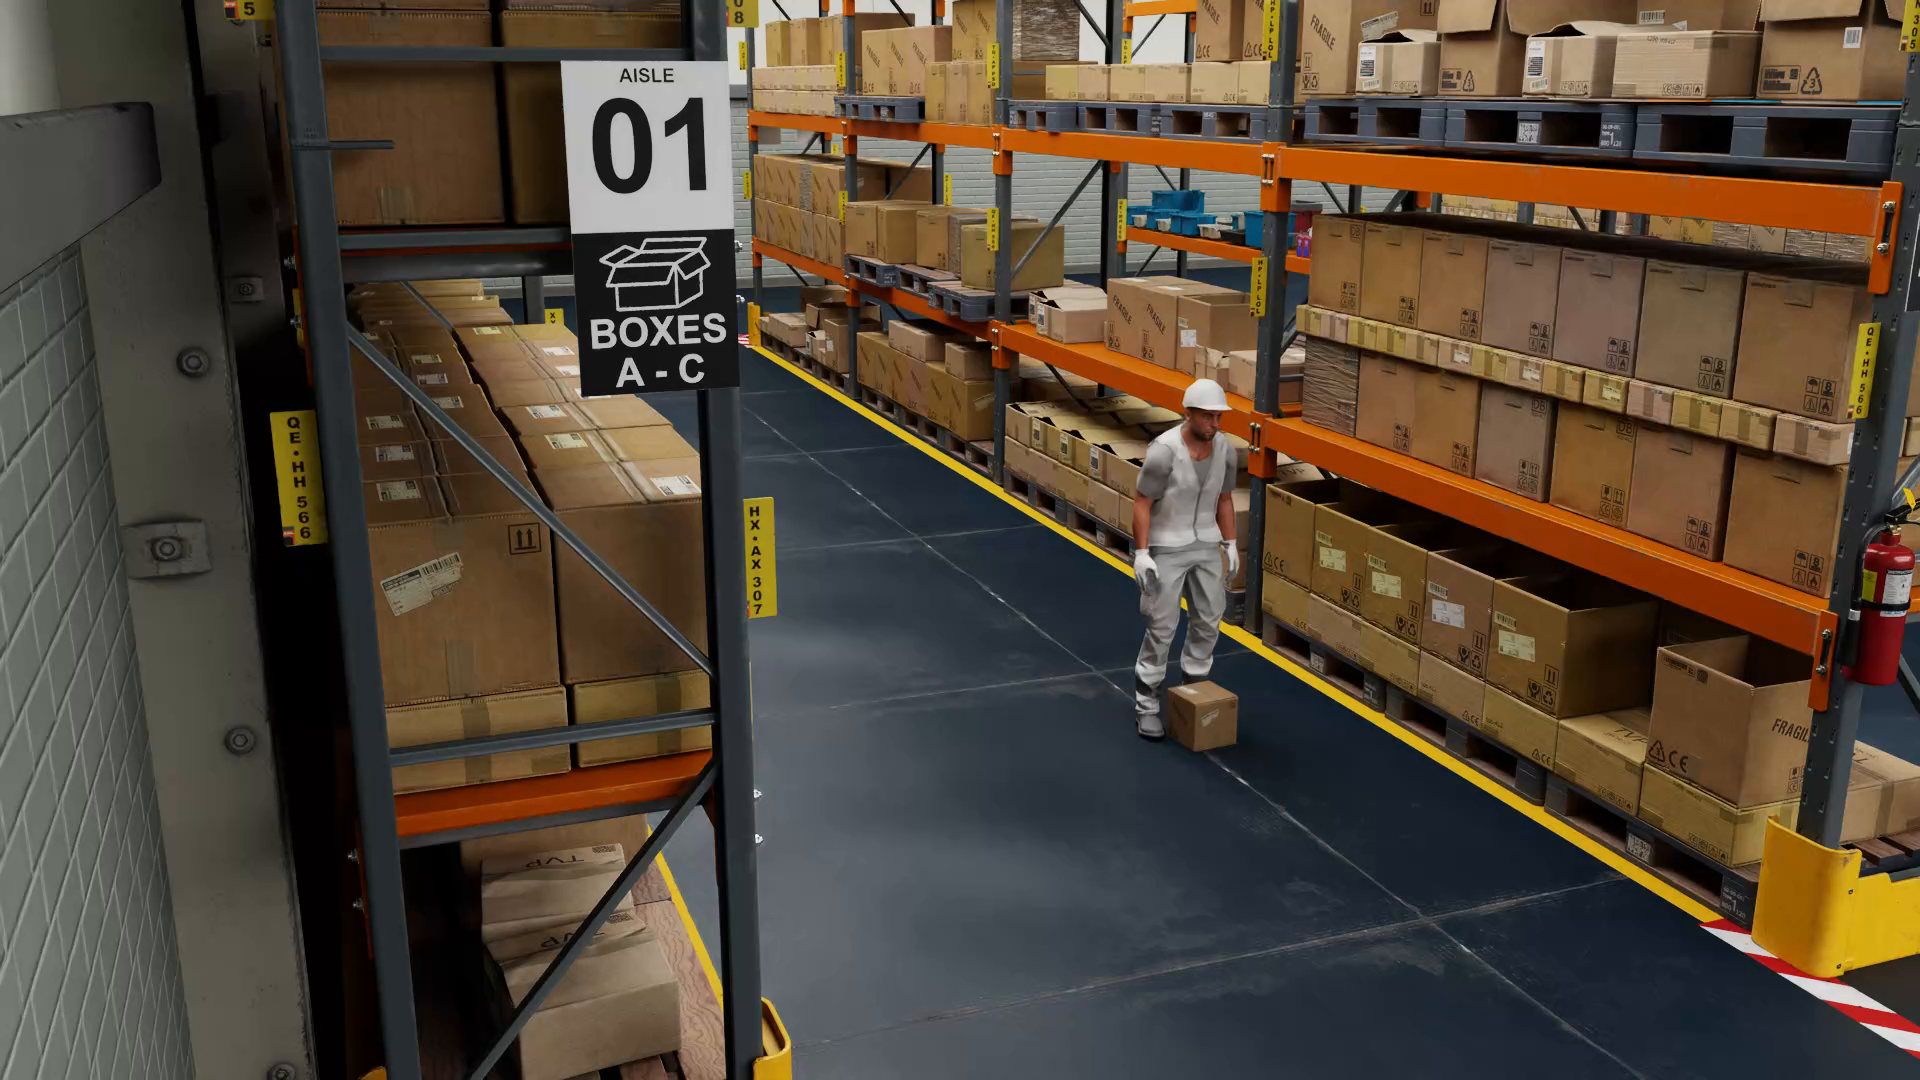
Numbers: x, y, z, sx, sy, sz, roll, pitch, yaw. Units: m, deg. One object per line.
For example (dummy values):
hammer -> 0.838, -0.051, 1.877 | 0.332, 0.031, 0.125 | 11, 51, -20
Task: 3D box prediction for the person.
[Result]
person -> 1.124, 0.077, 8.220 | 0.609, 1.777, 0.453 | -7, 17, -23
